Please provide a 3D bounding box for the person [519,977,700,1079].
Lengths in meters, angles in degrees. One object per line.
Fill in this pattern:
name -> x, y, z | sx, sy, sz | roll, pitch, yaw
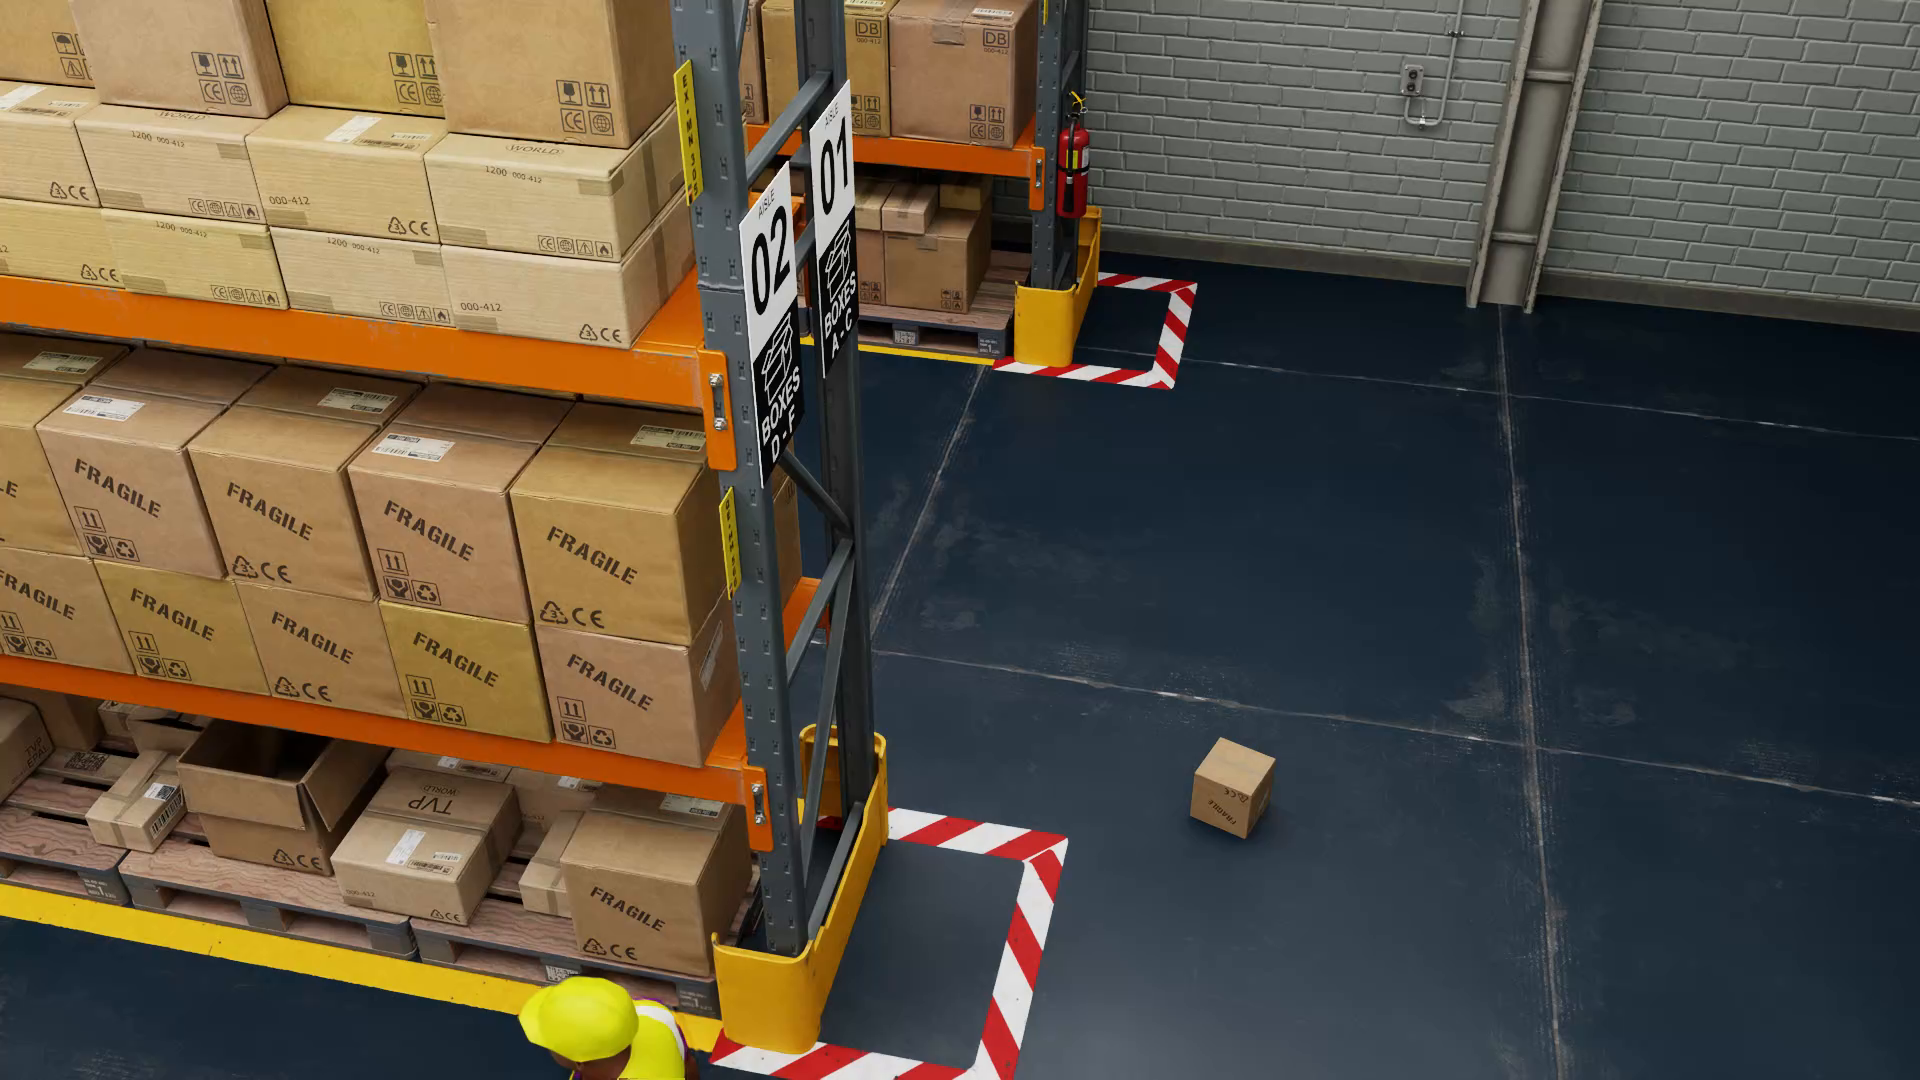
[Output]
person -> -0.907, 1.772, 4.519 | 1.067, 1.698, 0.655 | -4, 37, -5
